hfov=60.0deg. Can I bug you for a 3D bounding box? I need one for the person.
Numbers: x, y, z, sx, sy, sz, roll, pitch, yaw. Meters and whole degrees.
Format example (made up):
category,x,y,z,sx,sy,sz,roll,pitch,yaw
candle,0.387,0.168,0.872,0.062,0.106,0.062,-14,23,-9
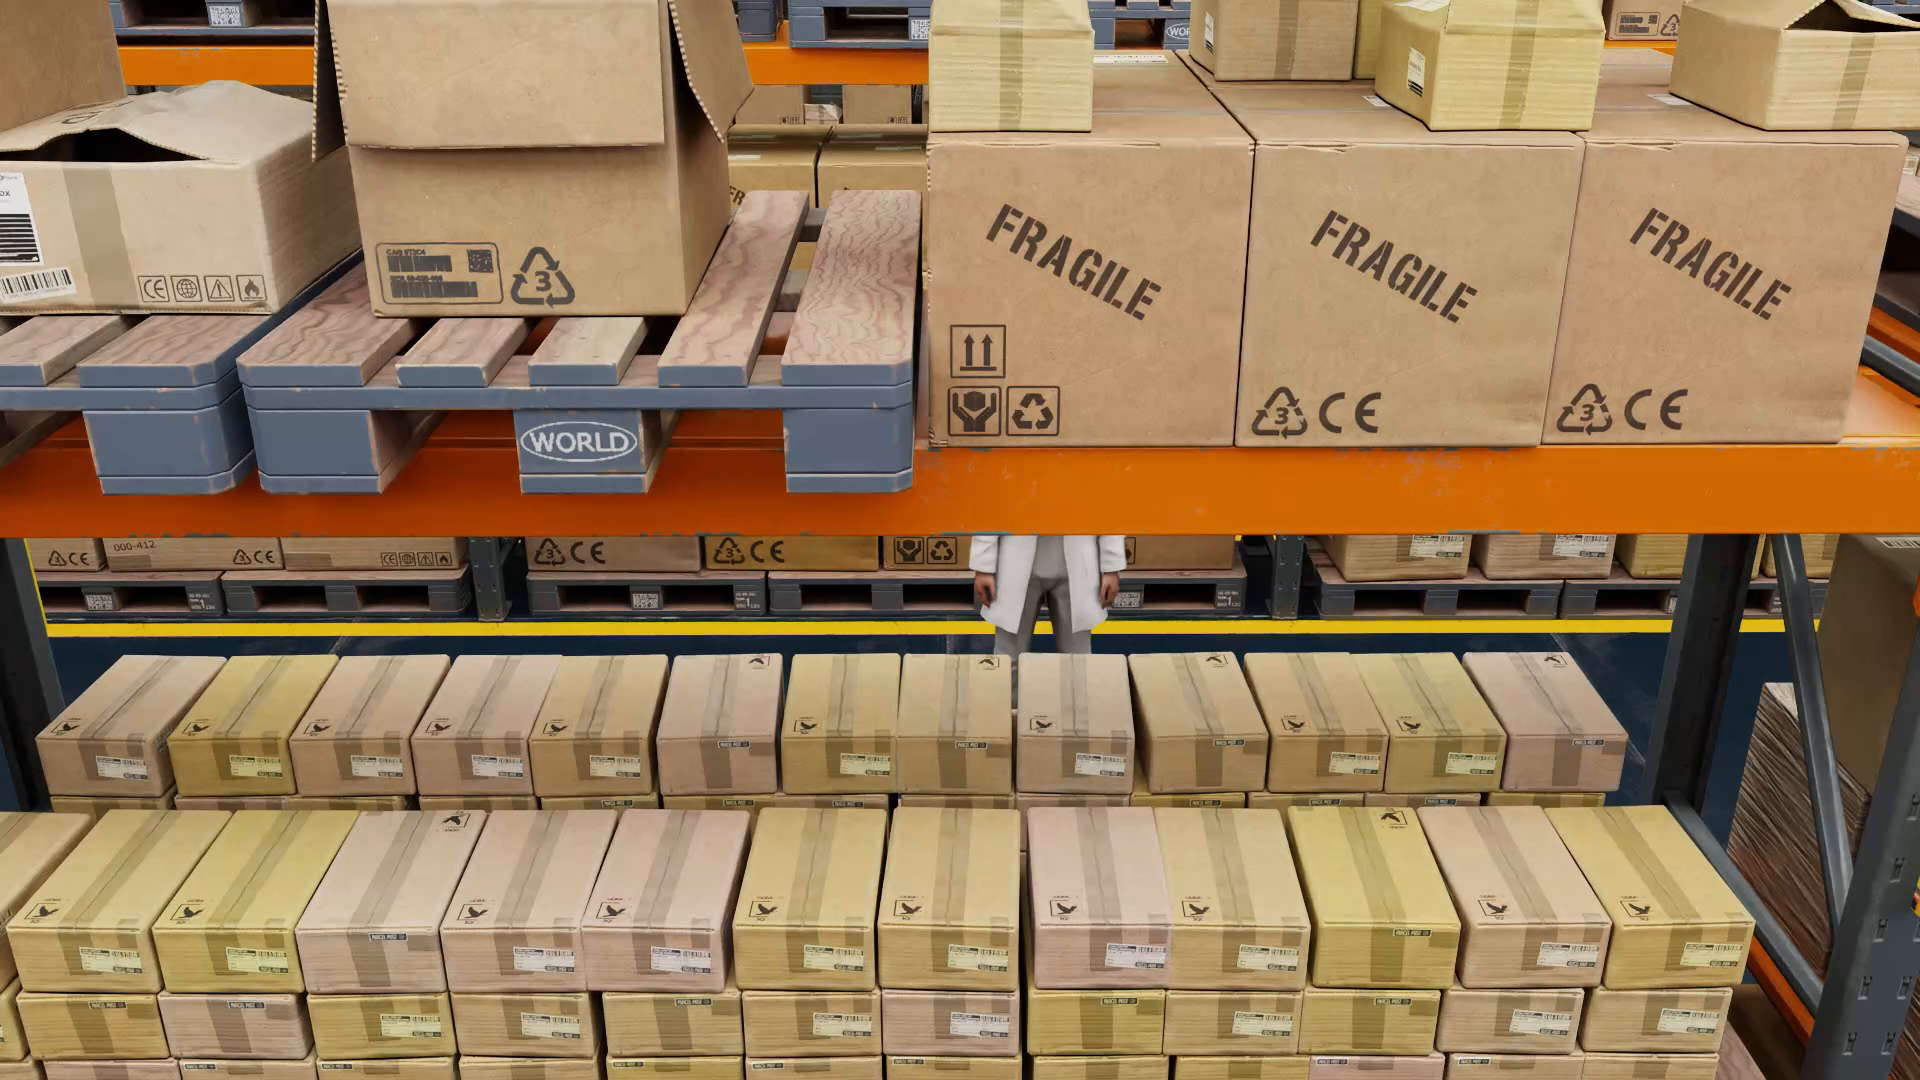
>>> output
category,x,y,z,sx,sy,sz,roll,pitch,yaw
person,0.358,0.128,6.829,0.646,1.774,0.418,0,24,-1
